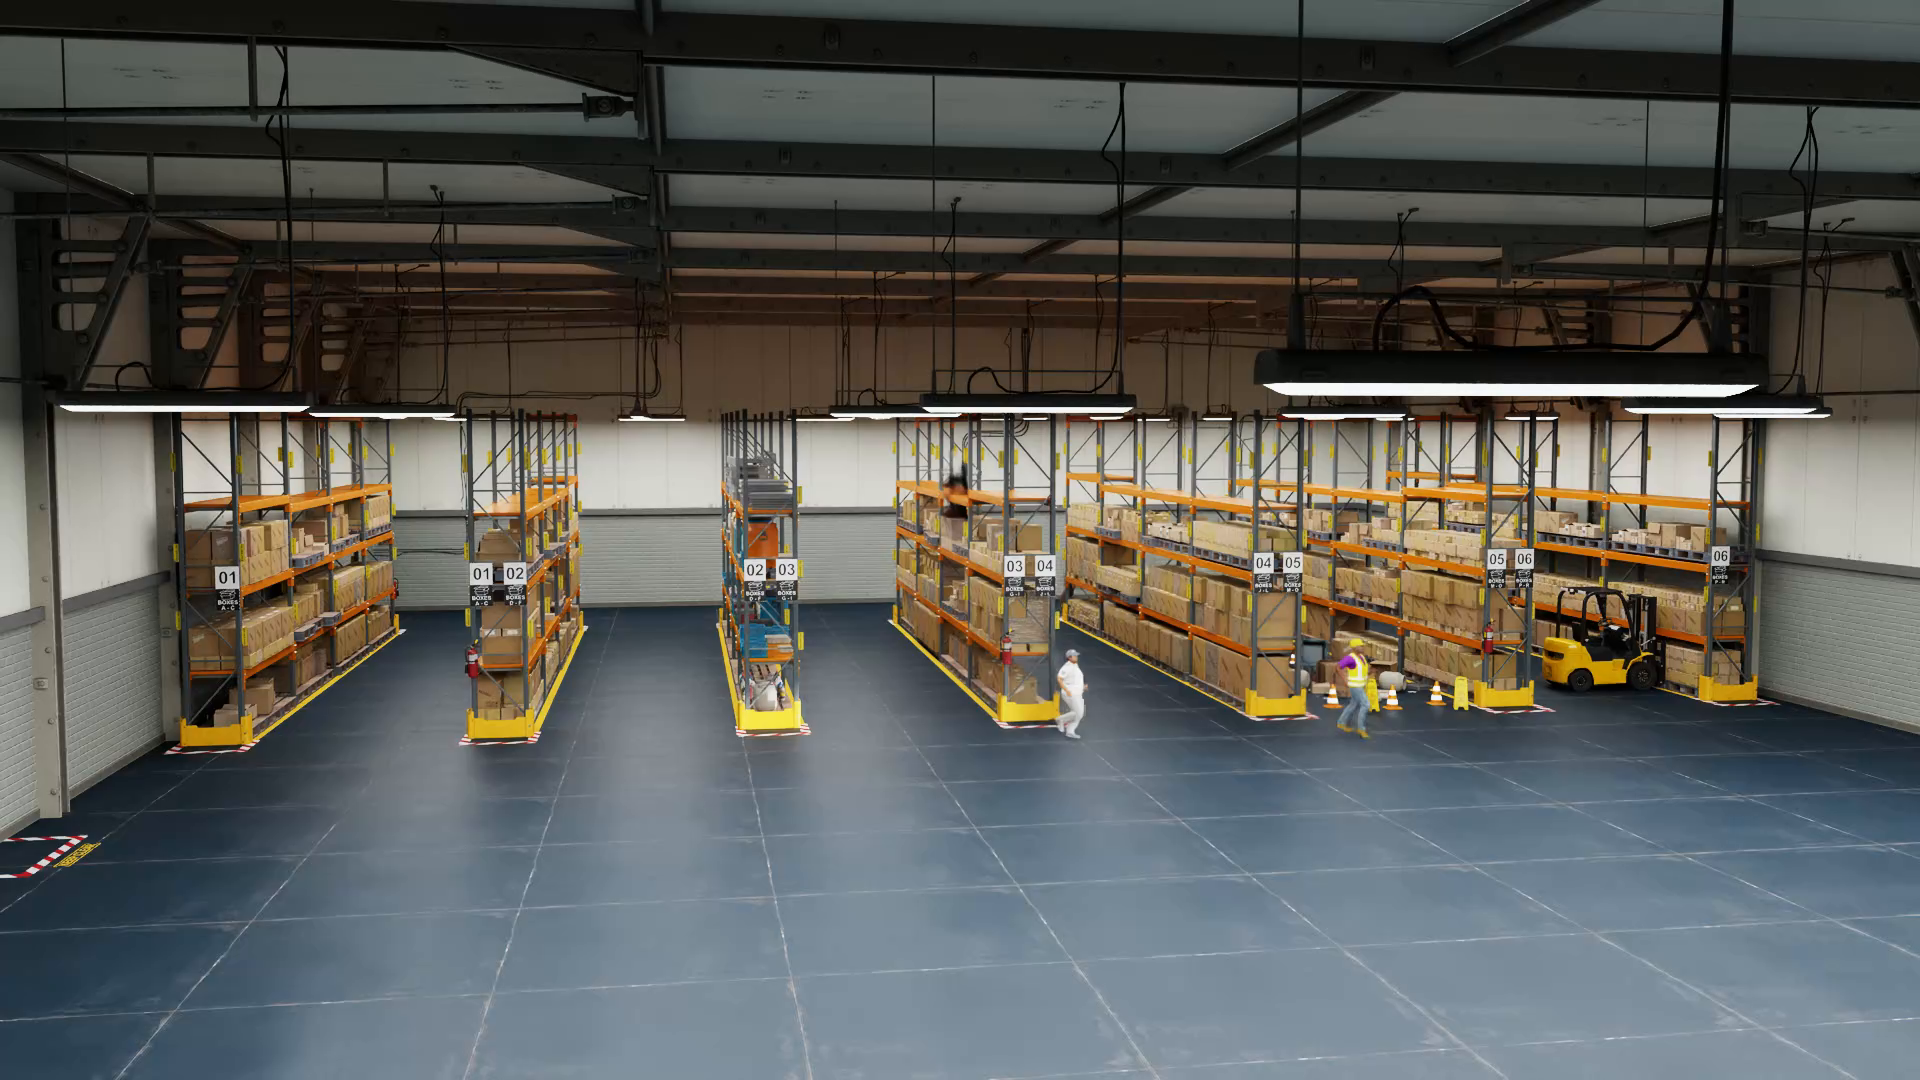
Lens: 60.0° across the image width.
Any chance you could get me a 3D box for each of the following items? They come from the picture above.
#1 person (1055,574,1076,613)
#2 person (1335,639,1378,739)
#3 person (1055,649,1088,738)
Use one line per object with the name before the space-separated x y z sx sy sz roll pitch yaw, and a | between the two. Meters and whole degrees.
person | 3.237 1.409 49.893 0.839 1.679 0.664 0 4 7
person | 7.261 2.719 30.448 0.773 1.830 0.673 3 5 32
person | 2.053 2.806 30.320 0.550 1.627 0.610 2 4 27
